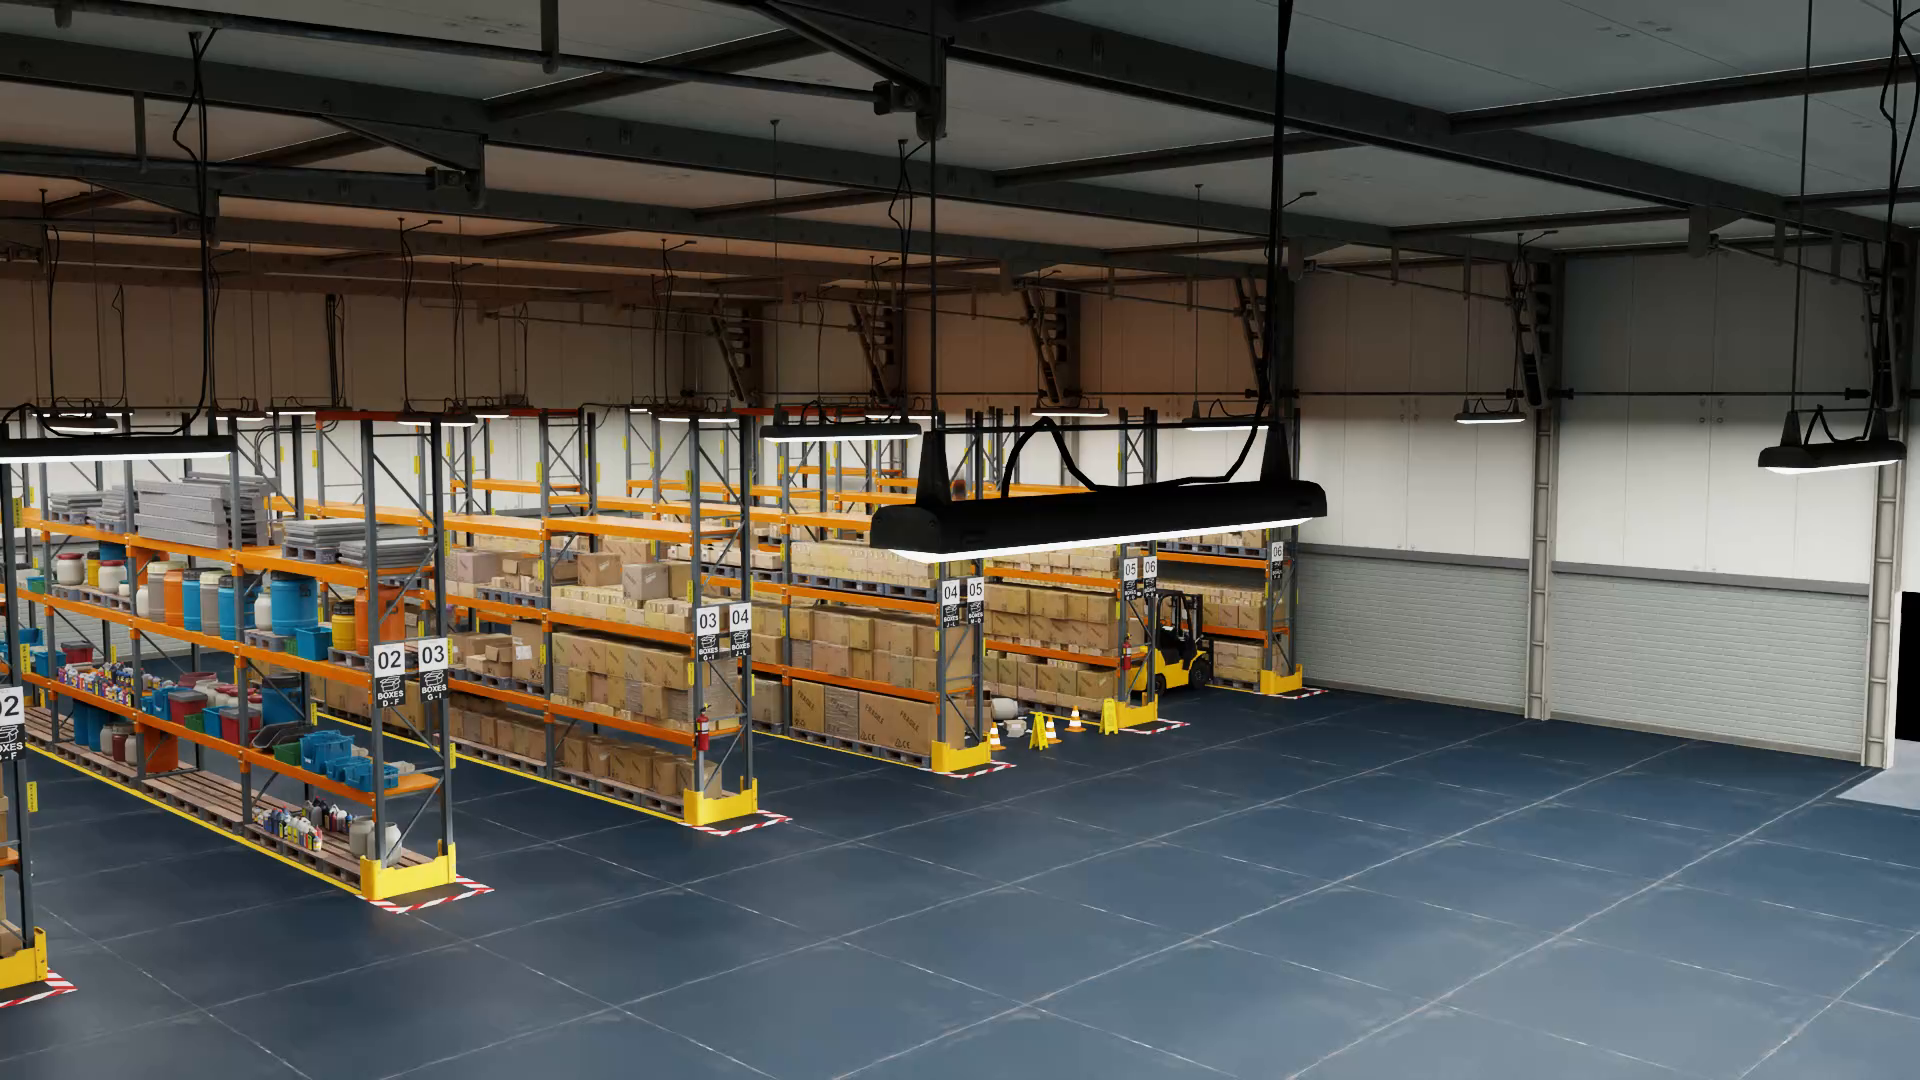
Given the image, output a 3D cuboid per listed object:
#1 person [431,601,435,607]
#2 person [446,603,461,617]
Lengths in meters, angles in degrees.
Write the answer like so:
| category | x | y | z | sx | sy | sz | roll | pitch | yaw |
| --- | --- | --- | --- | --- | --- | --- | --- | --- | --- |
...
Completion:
| category | x | y | z | sx | sy | sz | roll | pitch | yaw |
| --- | --- | --- | --- | --- | --- | --- | --- | --- | --- |
| person | -11.845 | 2.201 | 37.573 | 0.638 | 1.637 | 0.581 | 5 | 7 | 44 |
| person | -12.238 | 2.021 | 39.916 | 0.611 | 1.583 | 0.602 | -4 | 7 | -41 |
